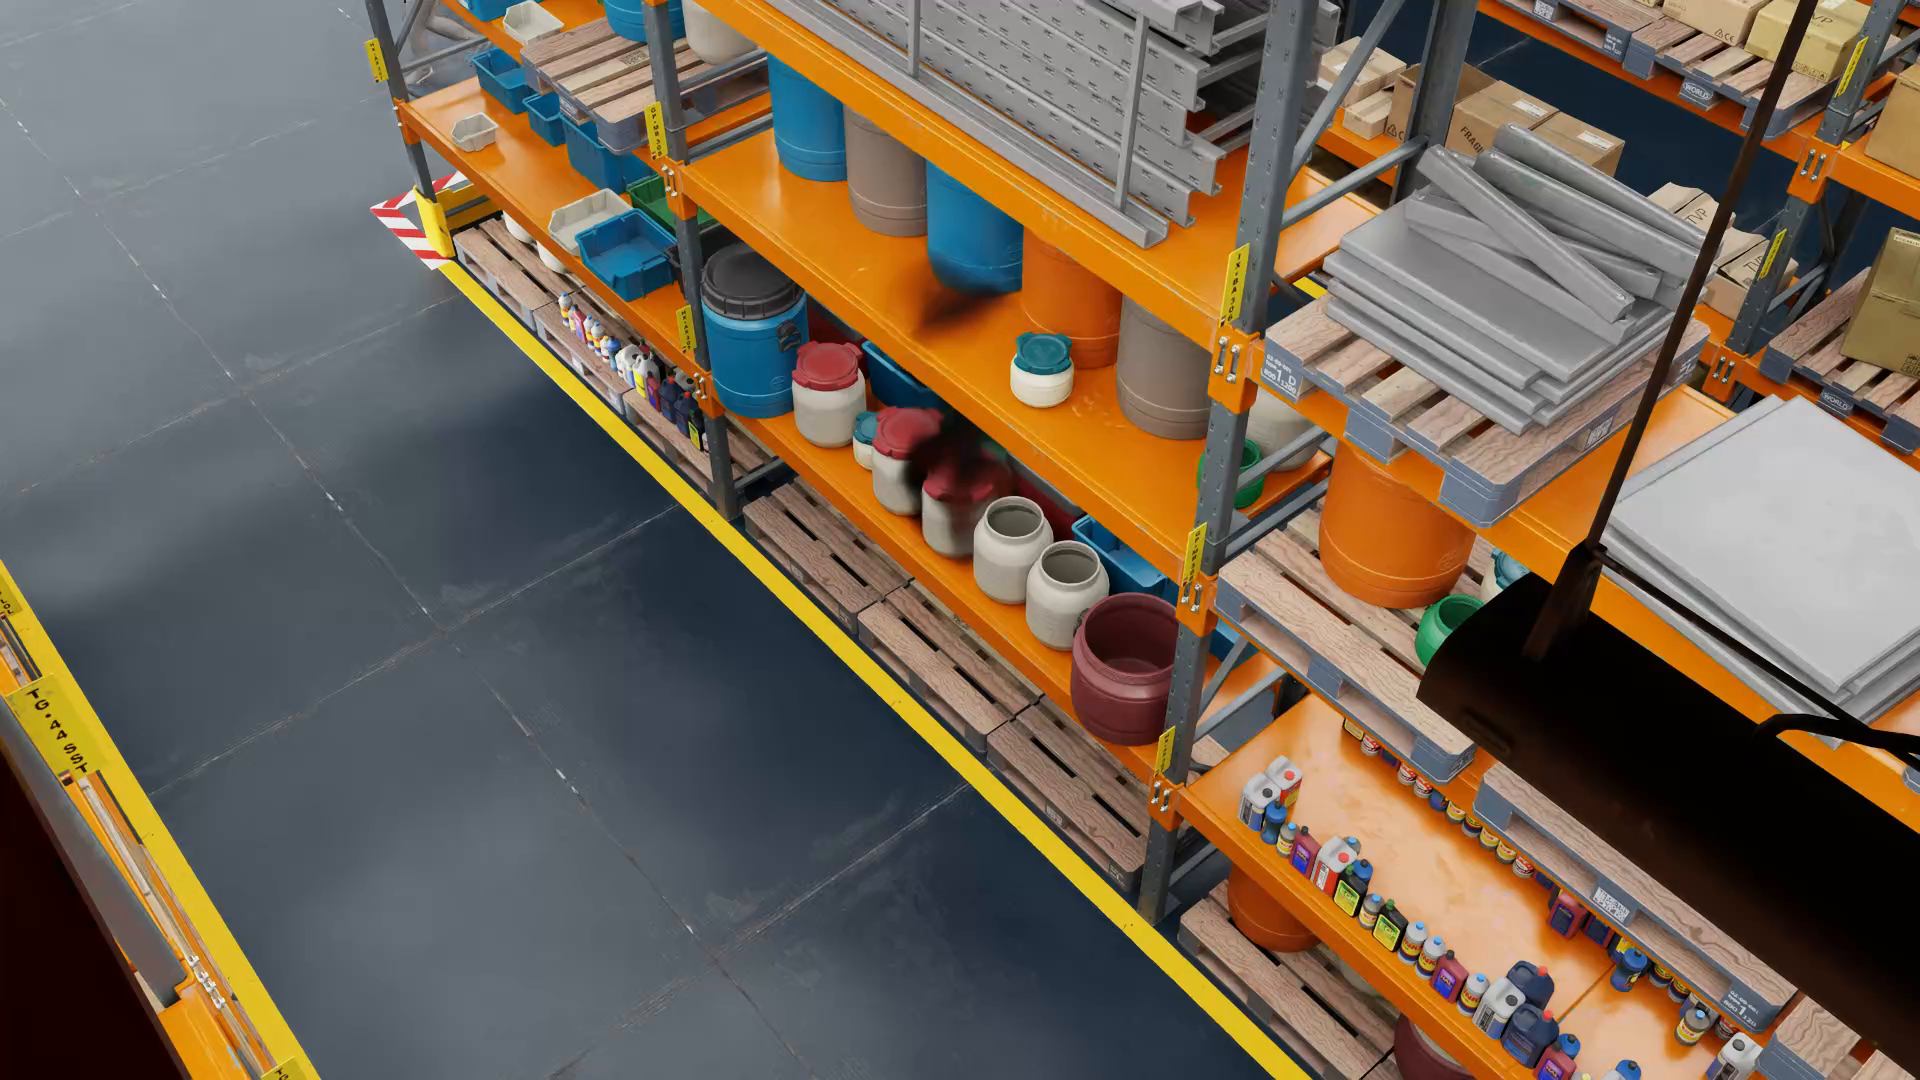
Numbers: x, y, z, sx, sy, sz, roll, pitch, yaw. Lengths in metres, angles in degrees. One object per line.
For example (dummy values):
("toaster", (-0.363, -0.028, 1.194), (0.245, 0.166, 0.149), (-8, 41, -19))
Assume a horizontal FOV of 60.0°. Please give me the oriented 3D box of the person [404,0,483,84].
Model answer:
("person", (-4.638, -4.802, 14.403), (0.791, 1.726, 0.623), (-17, 49, -16))
